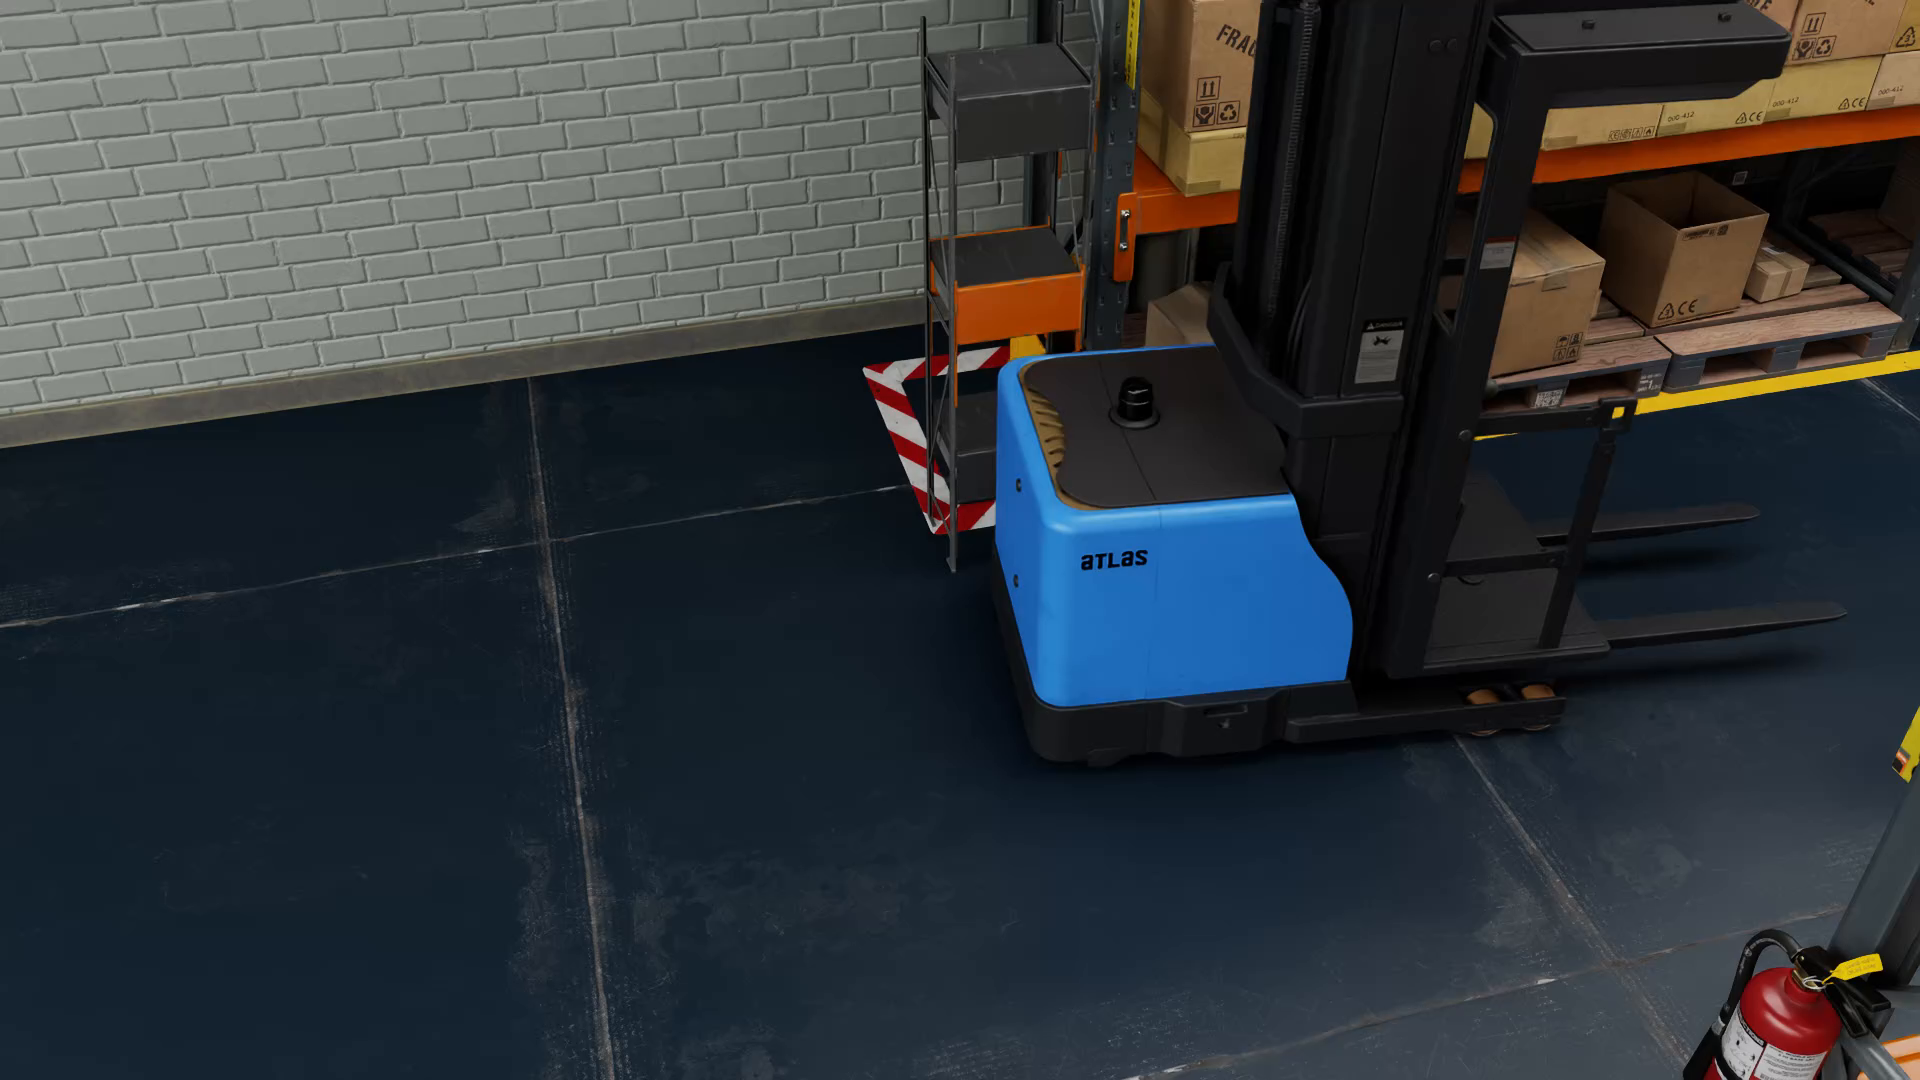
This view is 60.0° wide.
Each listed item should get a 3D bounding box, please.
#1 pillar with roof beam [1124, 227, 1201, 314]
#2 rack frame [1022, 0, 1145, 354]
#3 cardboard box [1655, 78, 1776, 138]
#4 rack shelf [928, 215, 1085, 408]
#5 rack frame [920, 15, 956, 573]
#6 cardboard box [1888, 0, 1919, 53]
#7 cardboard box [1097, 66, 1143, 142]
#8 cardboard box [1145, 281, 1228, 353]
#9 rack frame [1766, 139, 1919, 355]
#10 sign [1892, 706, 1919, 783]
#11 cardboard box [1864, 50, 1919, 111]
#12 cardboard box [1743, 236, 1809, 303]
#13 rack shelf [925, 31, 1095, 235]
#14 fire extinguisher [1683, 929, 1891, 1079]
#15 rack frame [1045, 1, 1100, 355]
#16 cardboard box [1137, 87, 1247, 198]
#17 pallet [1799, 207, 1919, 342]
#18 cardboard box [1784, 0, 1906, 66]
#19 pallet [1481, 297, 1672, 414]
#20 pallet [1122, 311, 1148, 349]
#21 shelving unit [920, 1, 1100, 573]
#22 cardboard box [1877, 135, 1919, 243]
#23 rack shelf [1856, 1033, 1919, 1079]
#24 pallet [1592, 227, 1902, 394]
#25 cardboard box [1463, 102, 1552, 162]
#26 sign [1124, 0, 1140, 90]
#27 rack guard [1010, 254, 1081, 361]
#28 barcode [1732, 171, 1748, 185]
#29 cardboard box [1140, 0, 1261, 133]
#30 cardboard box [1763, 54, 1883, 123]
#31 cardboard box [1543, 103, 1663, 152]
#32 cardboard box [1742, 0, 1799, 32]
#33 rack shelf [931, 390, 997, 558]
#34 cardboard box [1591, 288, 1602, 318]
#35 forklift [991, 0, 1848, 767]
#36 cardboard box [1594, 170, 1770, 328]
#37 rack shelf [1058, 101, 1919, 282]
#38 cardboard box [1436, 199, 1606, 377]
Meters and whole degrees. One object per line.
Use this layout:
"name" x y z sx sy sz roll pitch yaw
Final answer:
"pillar with roof beam" 2.038 -2.214 2.238 0.400 9.000 9.100 -9 38 -12
"rack frame" 0.465 -1.738 6.554 0.127 3.000 1.000 -9 38 -12
"cardboard box" 2.984 -1.905 6.878 0.500 0.250 0.500 -10 38 -12
"rack shelf" 0.160 -0.849 6.154 0.480 0.518 0.431 -9 38 -12
"rack frame" -0.076 -0.821 6.095 0.015 2.100 0.400 -9 38 -12
"cardboard box" 3.951 -2.362 6.859 0.500 0.500 0.500 -9 38 -12
"cardboard box" 0.866 -1.875 6.839 0.500 0.250 0.500 -9 38 -11
"cardboard box" 1.157 -0.902 7.311 0.500 0.311 0.500 -14 39 -17
"rack frame" 4.327 -2.372 7.382 0.127 3.000 1.000 -9 38 -12
"sign" 1.632 0.292 2.751 0.005 0.325 0.100 -9 38 -12
"cardboard box" 3.949 -2.068 7.091 0.500 0.250 0.500 -9 38 -12
"cardboard box" 3.818 -1.319 7.975 0.250 0.166 0.380 -14 40 -18
"rack shelf" 0.160 -1.405 5.729 0.480 0.518 0.431 -9 38 -12
"fire extinguisher" 1.525 0.944 3.111 0.183 0.674 0.296 -9 38 -12
"rack frame" 0.395 -0.899 6.197 0.015 2.100 0.400 -9 38 -12
"cardboard box" 1.019 -1.578 6.451 0.500 0.250 0.500 -10 39 -13
"pallet" 5.078 -1.389 8.392 1.213 0.211 1.003 -9 38 -12
"cardboard box" 3.471 -2.280 6.751 0.500 0.500 0.500 -10 38 -12
"pallet" 2.508 -0.942 7.808 1.213 0.211 1.003 -9 38 -12
"pallet" 1.332 -0.751 7.558 1.213 0.211 1.003 -9 38 -12
"shelving unit" 0.160 -0.860 6.146 0.503 2.100 0.431 -9 38 -12
"cardboard box" 5.033 -1.680 8.173 0.500 0.500 0.700 -8 38 -10
"rack shelf" 3.691 1.136 3.389 4.000 0.370 1.077 -9 38 -12
"pallet" 3.688 -1.137 8.063 1.213 0.211 1.003 -9 38 -12
"cardboard box" 2.010 -1.746 6.670 0.500 0.250 0.500 -10 39 -13
"sign" 0.607 -1.764 5.875 0.005 0.325 0.100 -9 38 -12
"rack guard" 0.538 -0.758 7.329 0.348 0.500 1.175 -9 38 -12
"barcode" 3.743 -1.736 7.983 0.075 0.075 0.001 -9 38 -12
"cardboard box" 1.004 -1.884 6.234 0.500 0.500 0.500 -9 38 -12
"cardboard box" 3.465 -1.993 6.994 0.500 0.250 0.500 -9 38 -12
"cardboard box" 2.499 -1.824 6.773 0.500 0.250 0.500 -9 38 -12
"cardboard box" 2.982 -2.206 6.655 0.500 0.500 0.500 -10 39 -13
"rack shelf" 0.160 -0.293 6.580 0.480 0.518 0.431 -9 38 -12
"cardboard box" 2.777 -1.173 7.799 0.250 0.149 0.380 -12 39 -16
"forklift" 1.678 -0.790 5.371 3.031 2.935 1.130 -5 38 -6
"cardboard box" 3.335 -1.366 7.762 0.500 0.500 0.500 -12 39 -15
"rack shelf" 2.396 -1.769 7.186 4.000 0.370 1.077 -9 38 -12
"cardboard box" 2.428 -1.154 7.485 0.500 0.500 0.700 -12 39 -15
